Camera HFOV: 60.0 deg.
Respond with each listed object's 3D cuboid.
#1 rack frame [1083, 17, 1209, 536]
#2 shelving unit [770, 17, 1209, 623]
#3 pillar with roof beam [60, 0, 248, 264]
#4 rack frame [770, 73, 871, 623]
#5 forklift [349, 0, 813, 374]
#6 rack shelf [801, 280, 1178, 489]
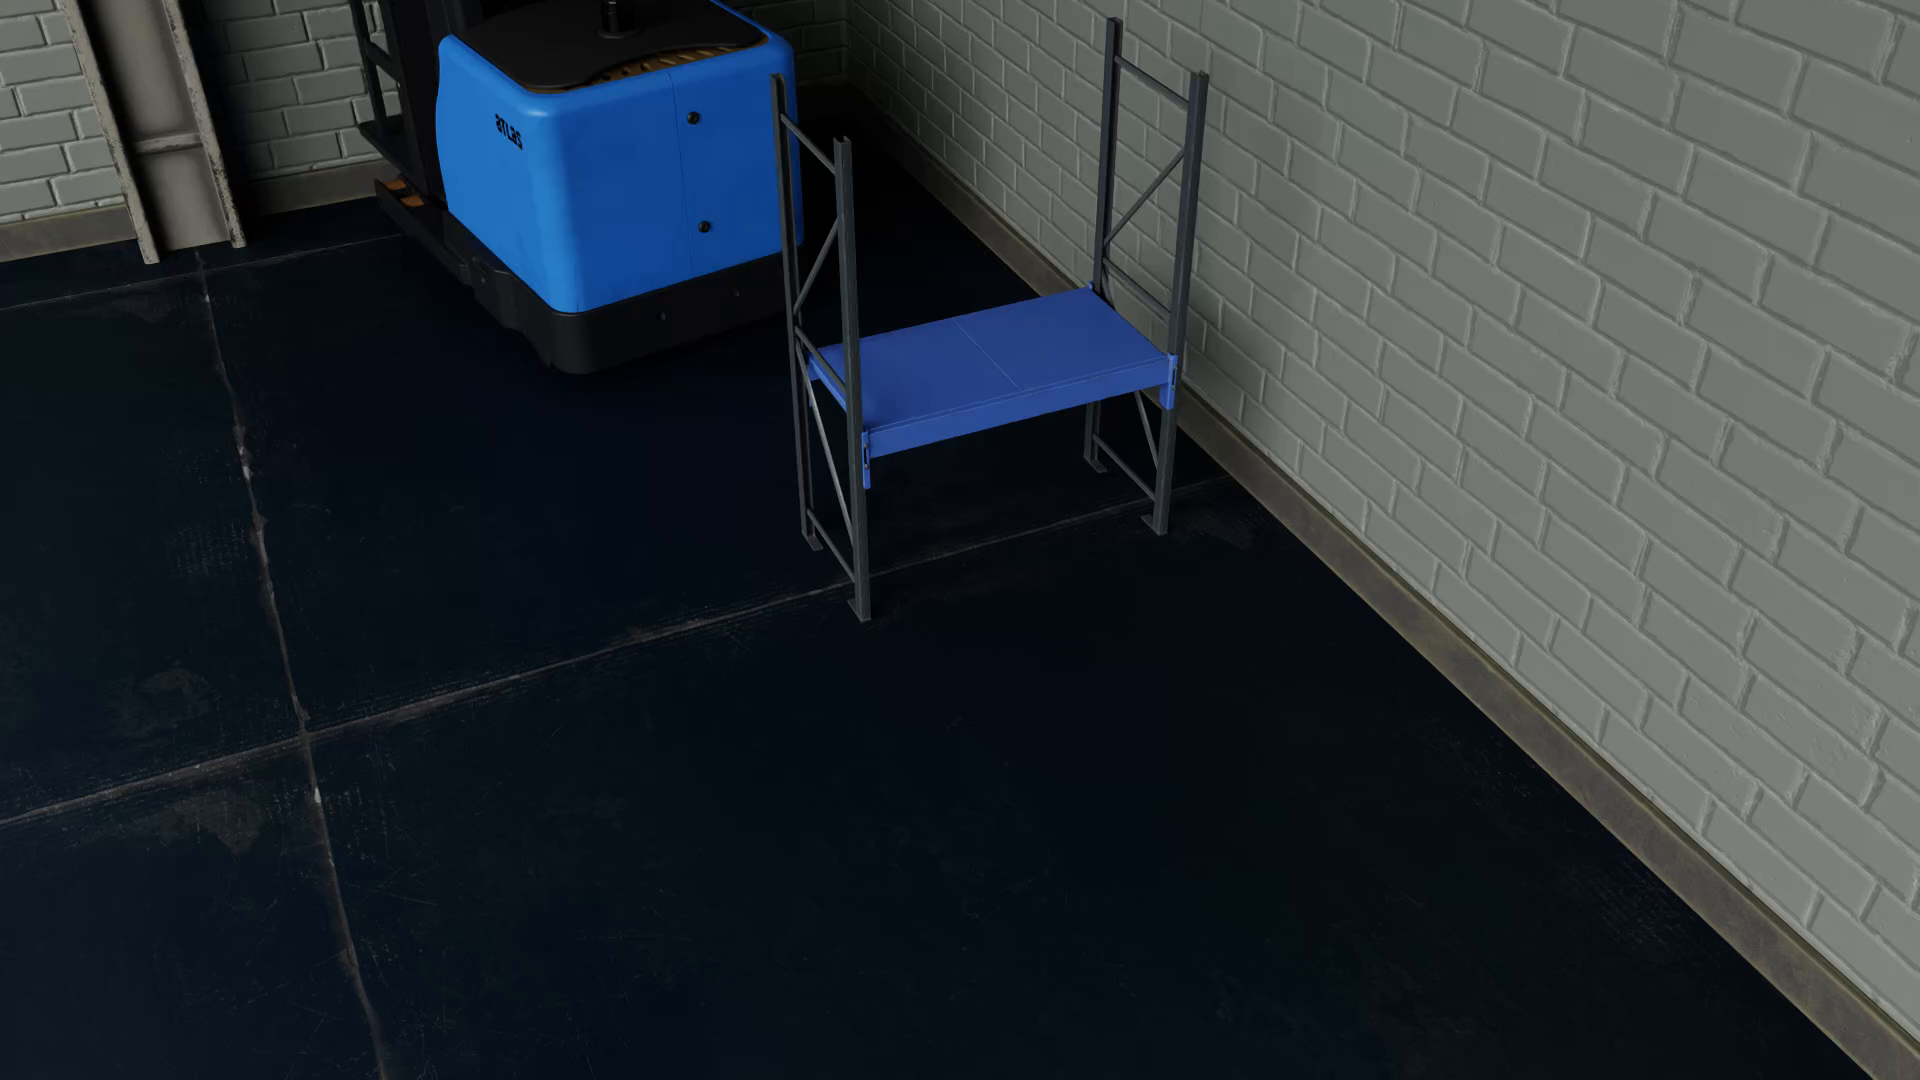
[{"bbox_3d":[0.537,-0.753,5.006,0.032,1.500,0.500,-16,39,-20],"label":"rack frame"},{"bbox_3d":[0.077,-0.624,4.832,1.048,1.500,0.538,-16,39,-20],"label":"shelving unit"},{"bbox_3d":[-1.367,-2.545,1.128,0.400,9.000,9.100,-16,39,-20],"label":"pillar with roof beam"},{"bbox_3d":[-0.383,-0.495,4.659,0.032,1.500,0.500,-16,39,-20],"label":"rack frame"},{"bbox_3d":[-1.828,-2.601,6.296,1.130,2.935,3.031,-23,42,-28],"label":"forklift"},{"bbox_3d":[0.077,-0.480,4.939,1.000,0.185,0.538,-16,39,-20],"label":"rack shelf"}]
